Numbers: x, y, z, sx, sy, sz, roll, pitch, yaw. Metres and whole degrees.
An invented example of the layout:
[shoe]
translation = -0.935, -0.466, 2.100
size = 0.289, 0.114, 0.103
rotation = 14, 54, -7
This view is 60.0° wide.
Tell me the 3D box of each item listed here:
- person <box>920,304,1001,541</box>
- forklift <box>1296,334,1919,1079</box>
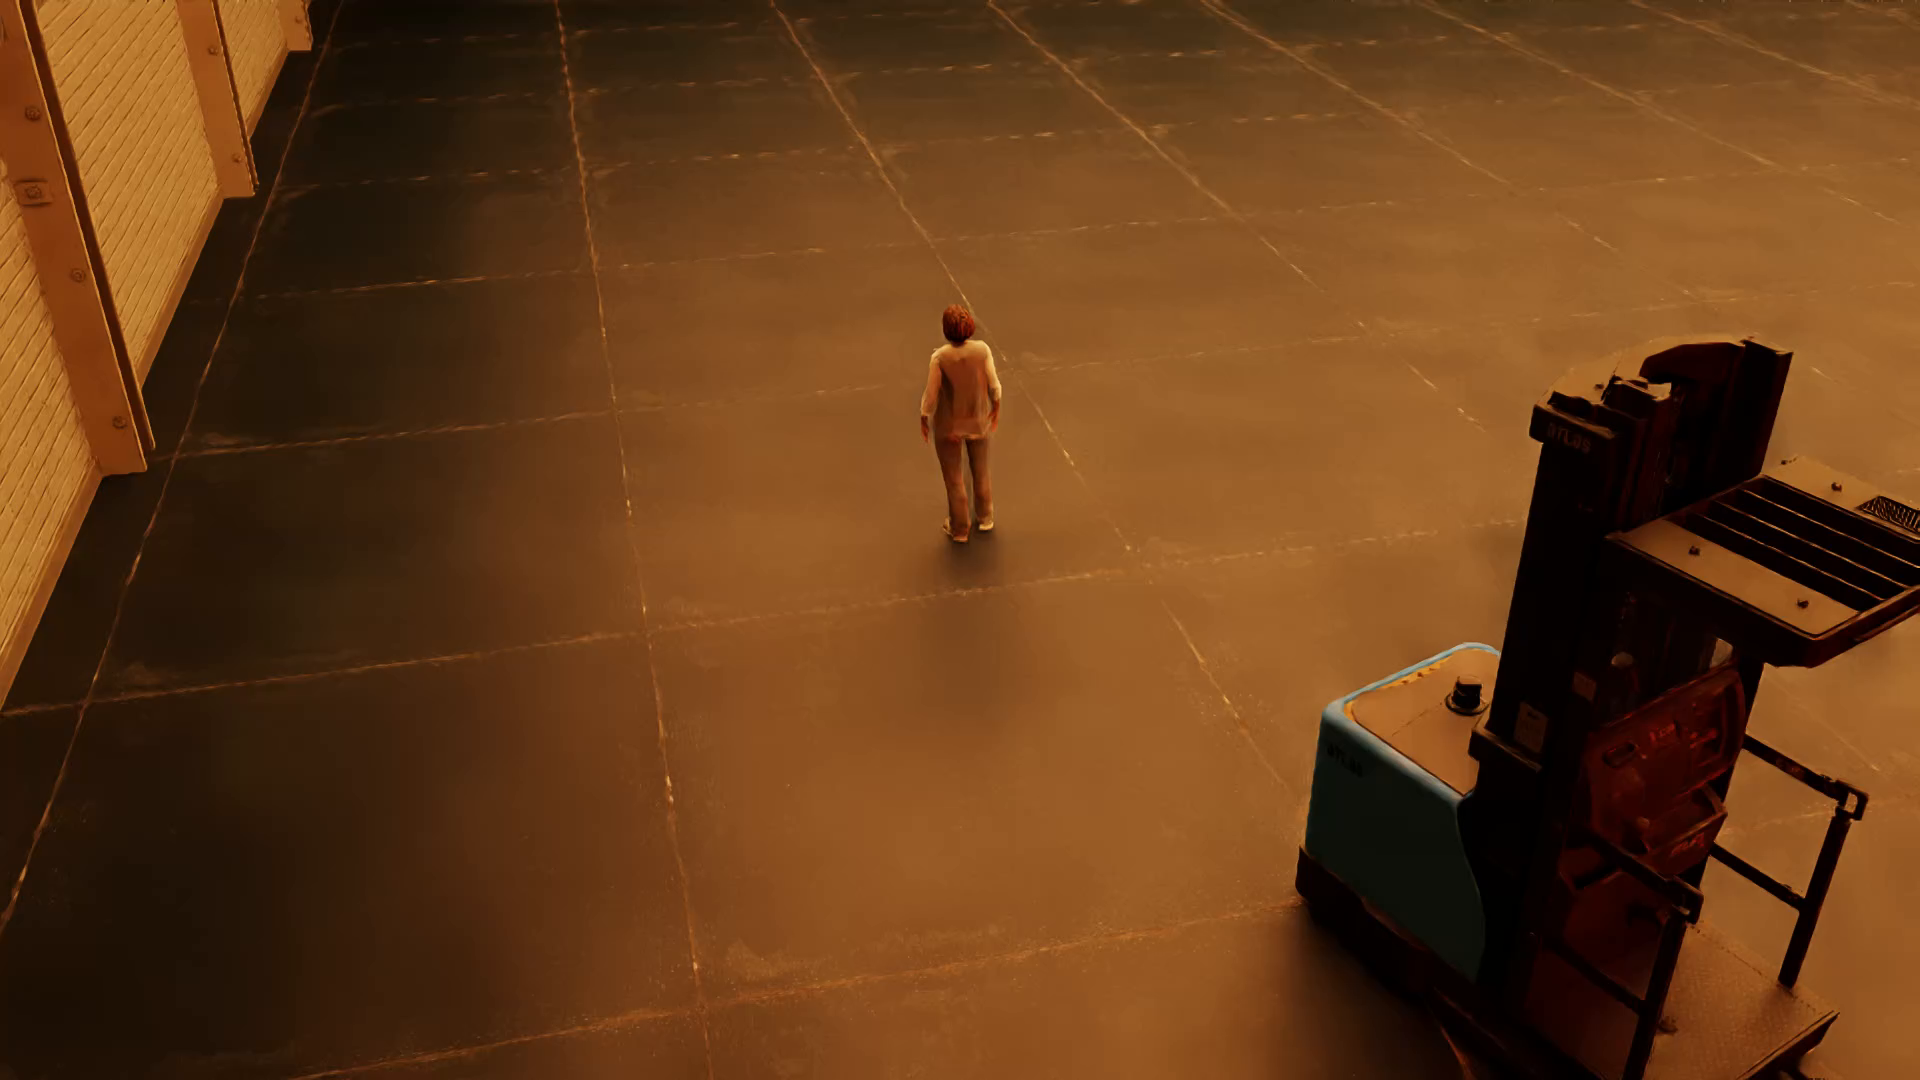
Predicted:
[person]
translation = -0.004, -0.735, 10.162
size = 0.521, 1.597, 0.474
rotation = -7, 31, -12
[forklift]
translation = 2.772, 0.852, 6.103
size = 1.130, 2.935, 3.031
rotation = -18, 35, -29
